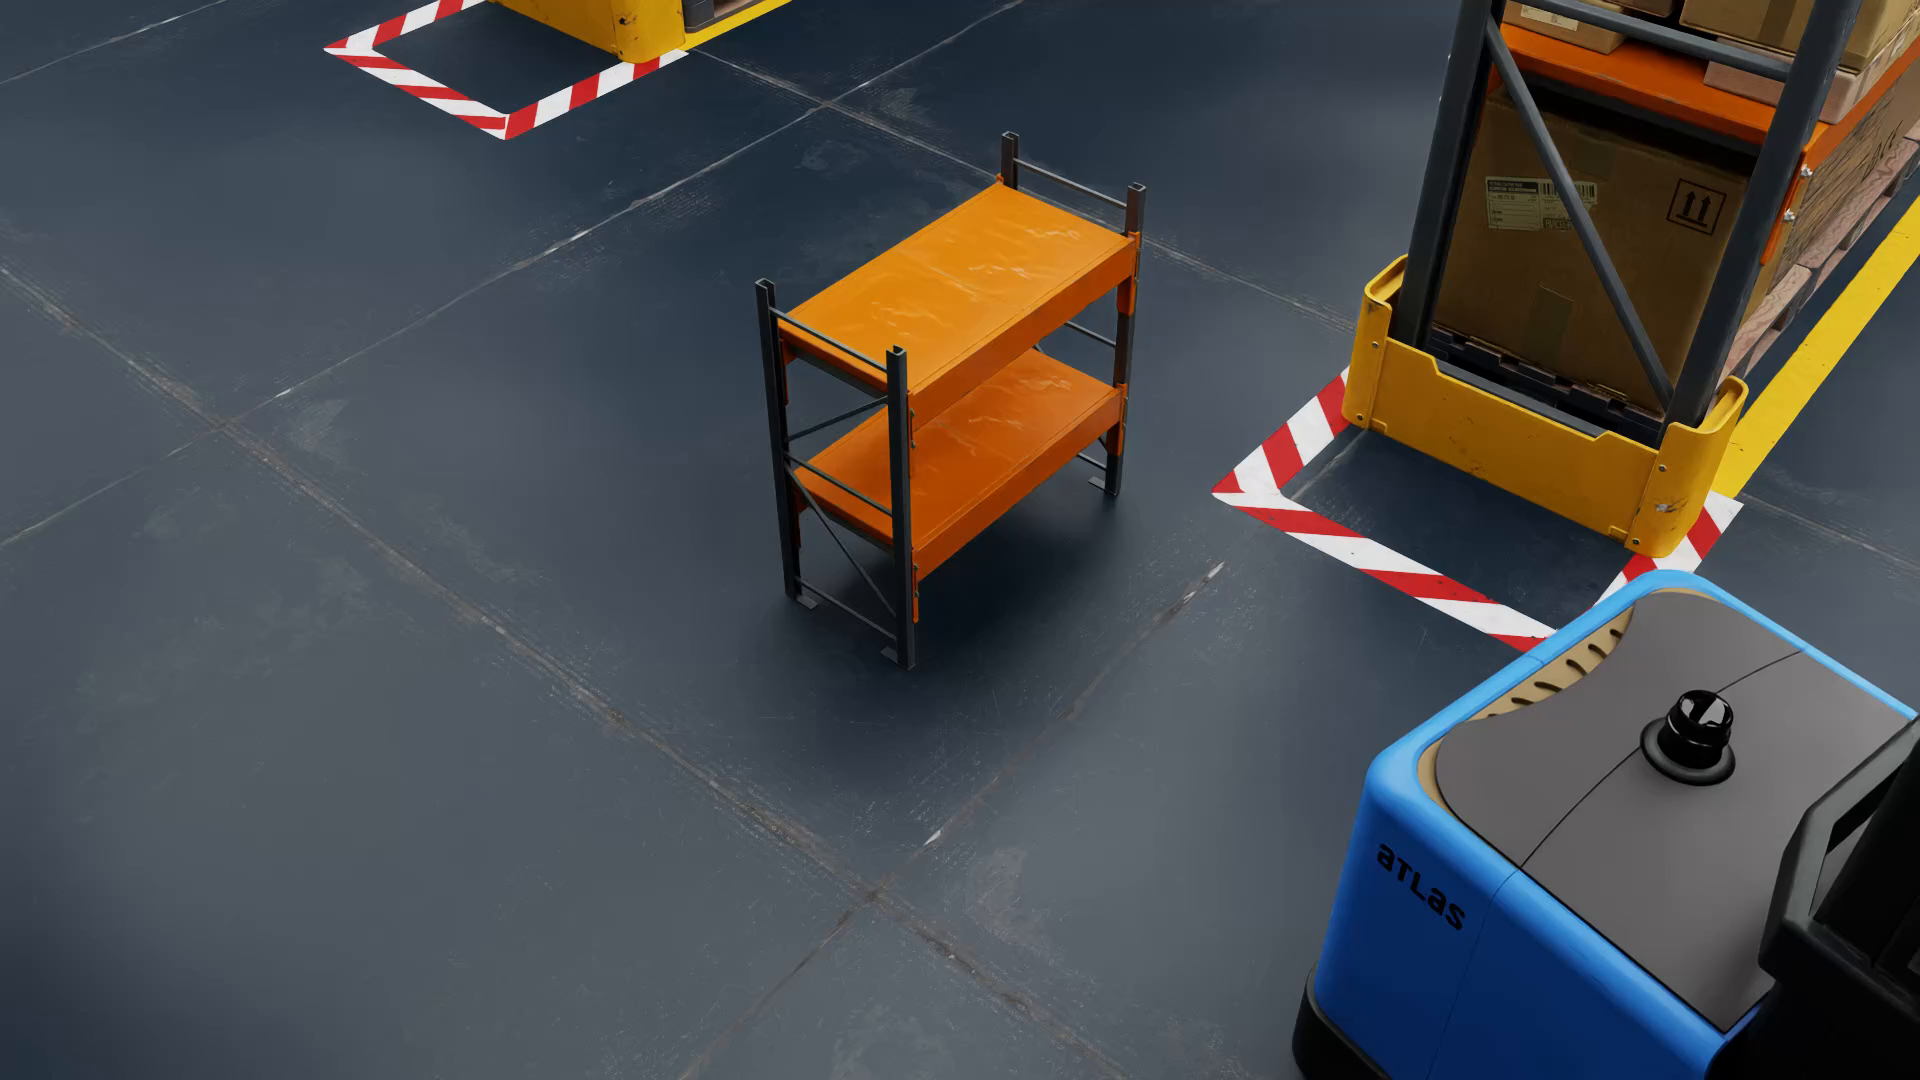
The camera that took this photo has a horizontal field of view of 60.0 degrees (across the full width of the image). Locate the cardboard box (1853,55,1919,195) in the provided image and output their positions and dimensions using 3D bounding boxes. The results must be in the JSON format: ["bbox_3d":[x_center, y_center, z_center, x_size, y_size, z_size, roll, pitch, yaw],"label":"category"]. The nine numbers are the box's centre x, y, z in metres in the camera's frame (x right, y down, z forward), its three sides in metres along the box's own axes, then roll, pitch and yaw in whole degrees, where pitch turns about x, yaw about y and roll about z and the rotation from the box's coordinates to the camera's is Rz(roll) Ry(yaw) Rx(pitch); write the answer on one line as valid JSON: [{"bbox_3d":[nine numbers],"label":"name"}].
[{"bbox_3d":[3.369,-2.048,6.540,0.875,0.875,0.875,29,50,28],"label":"cardboard box"}]

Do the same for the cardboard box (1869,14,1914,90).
[{"bbox_3d":[2.505,-1.467,4.821,0.380,0.149,0.250,29,50,28],"label":"cardboard box"}]

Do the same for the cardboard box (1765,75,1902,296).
[{"bbox_3d":[2.796,-1.589,6.036,0.875,0.875,0.875,29,50,28],"label":"cardboard box"}]

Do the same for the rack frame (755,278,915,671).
[{"bbox_3d":[-0.331,-0.151,4.580,0.500,1.125,0.032,29,50,28],"label":"rack frame"}]

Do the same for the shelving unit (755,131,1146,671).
[{"bbox_3d":[-0.004,-0.413,4.868,0.538,1.125,1.048,29,50,28],"label":"shelving unit"}]

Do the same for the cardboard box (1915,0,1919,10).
[{"bbox_3d":[2.705,-1.843,4.937,0.500,0.250,0.500,29,50,28],"label":"cardboard box"}]

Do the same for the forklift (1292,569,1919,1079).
[{"bbox_3d":[2.060,0.733,2.266,1.130,2.935,3.031,-27,49,-27],"label":"forklift"}]

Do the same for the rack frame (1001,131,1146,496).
[{"bbox_3d":[0.323,-0.674,5.156,0.500,1.125,0.032,29,50,28],"label":"rack frame"}]

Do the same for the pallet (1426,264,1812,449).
[{"bbox_3d":[2.315,-0.801,5.974,1.003,0.211,1.213,29,50,28],"label":"pallet"}]

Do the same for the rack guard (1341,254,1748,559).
[{"bbox_3d":[1.845,-0.450,5.373,1.175,0.500,0.348,29,50,28],"label":"rack guard"}]

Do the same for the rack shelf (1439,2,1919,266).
[{"bbox_3d":[3.147,-2.151,5.921,1.077,0.370,4.000,29,50,28],"label":"rack shelf"}]

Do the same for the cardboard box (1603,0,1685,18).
[{"bbox_3d":[1.969,-1.806,4.897,0.500,0.250,0.500,29,50,28],"label":"cardboard box"}]

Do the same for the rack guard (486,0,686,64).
[{"bbox_3d":[-1.822,-2.701,7.849,1.175,0.500,0.348,29,50,28],"label":"rack guard"}]

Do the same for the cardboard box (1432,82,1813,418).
[{"bbox_3d":[2.211,-1.121,5.520,0.875,0.875,0.875,29,50,28],"label":"cardboard box"}]

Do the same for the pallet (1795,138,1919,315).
[{"bbox_3d":[3.100,-1.427,6.662,1.003,0.211,1.213,29,50,28],"label":"pallet"}]

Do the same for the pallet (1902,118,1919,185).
[{"bbox_3d":[3.885,-2.058,7.356,1.003,0.211,1.213,29,50,28],"label":"pallet"}]

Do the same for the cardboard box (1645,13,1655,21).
[{"bbox_3d":[2.003,-1.755,5.137,0.380,0.149,0.250,30,50,29],"label":"cardboard box"}]

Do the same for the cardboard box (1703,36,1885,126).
[{"bbox_3d":[2.341,-1.334,4.675,0.380,0.149,0.250,30,50,29],"label":"cardboard box"}]

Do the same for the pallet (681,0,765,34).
[{"bbox_3d":[-1.272,-2.997,8.389,1.003,0.211,1.213,29,50,28],"label":"pallet"}]

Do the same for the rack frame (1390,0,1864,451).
[{"bbox_3d":[1.860,-1.387,4.546,1.000,3.000,0.127,29,50,28],"label":"rack frame"}]

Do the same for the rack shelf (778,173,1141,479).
[{"bbox_3d":[-0.004,-0.629,4.671,0.538,0.278,1.000,29,50,28],"label":"rack shelf"}]

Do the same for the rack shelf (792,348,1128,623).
[{"bbox_3d":[-0.004,-0.232,5.032,0.538,0.278,1.000,29,50,28],"label":"rack shelf"}]

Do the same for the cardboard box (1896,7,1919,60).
[{"bbox_3d":[2.670,-1.599,4.966,0.380,0.149,0.250,28,49,28],"label":"cardboard box"}]

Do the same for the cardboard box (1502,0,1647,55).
[{"bbox_3d":[1.837,-1.620,4.989,0.380,0.149,0.250,30,50,29],"label":"cardboard box"}]

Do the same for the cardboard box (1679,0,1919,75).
[{"bbox_3d":[2.376,-1.572,4.640,0.500,0.250,0.500,28,49,27],"label":"cardboard box"}]
